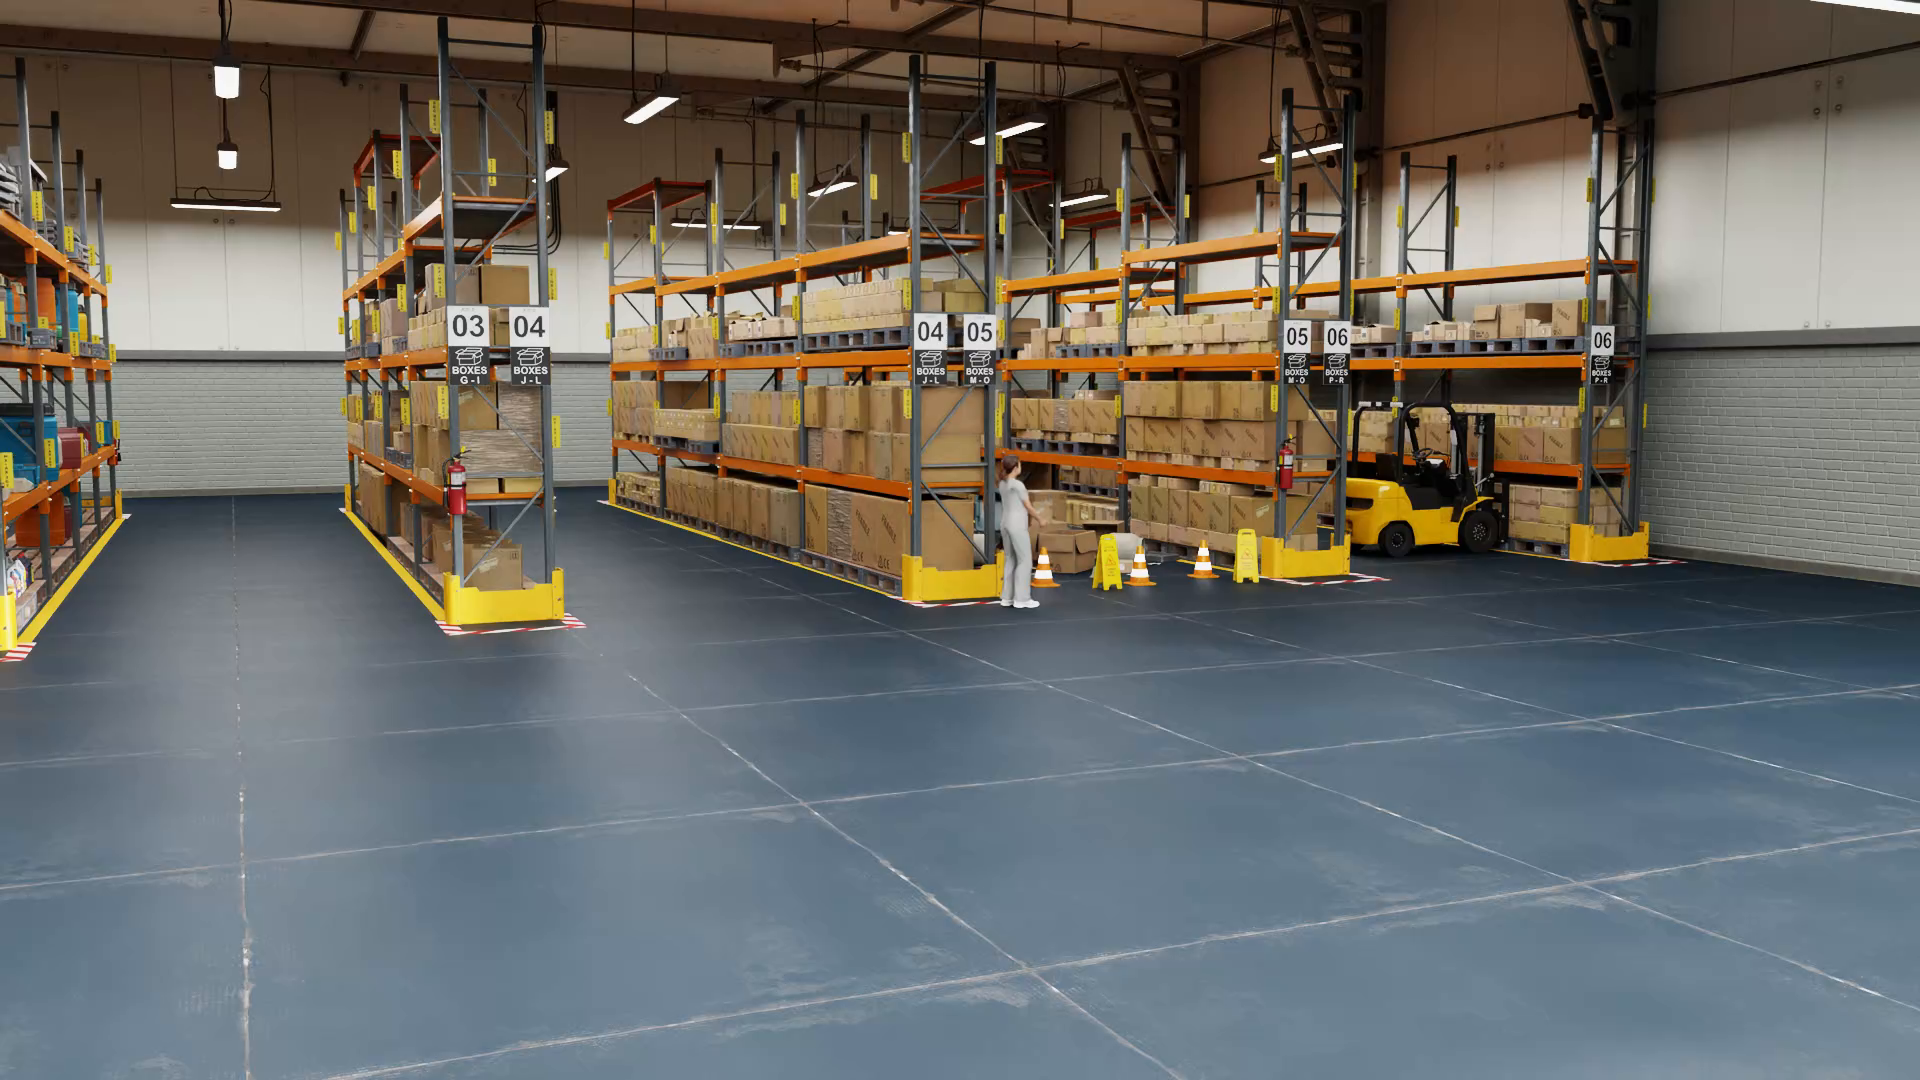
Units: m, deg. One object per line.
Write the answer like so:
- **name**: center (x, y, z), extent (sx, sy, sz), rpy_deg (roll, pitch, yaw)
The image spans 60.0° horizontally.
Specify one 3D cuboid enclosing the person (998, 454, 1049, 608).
- **person**: center (0.664, -0.101, 18.096), extent (0.548, 1.665, 0.434), rpy_deg (-3, 6, -28)
